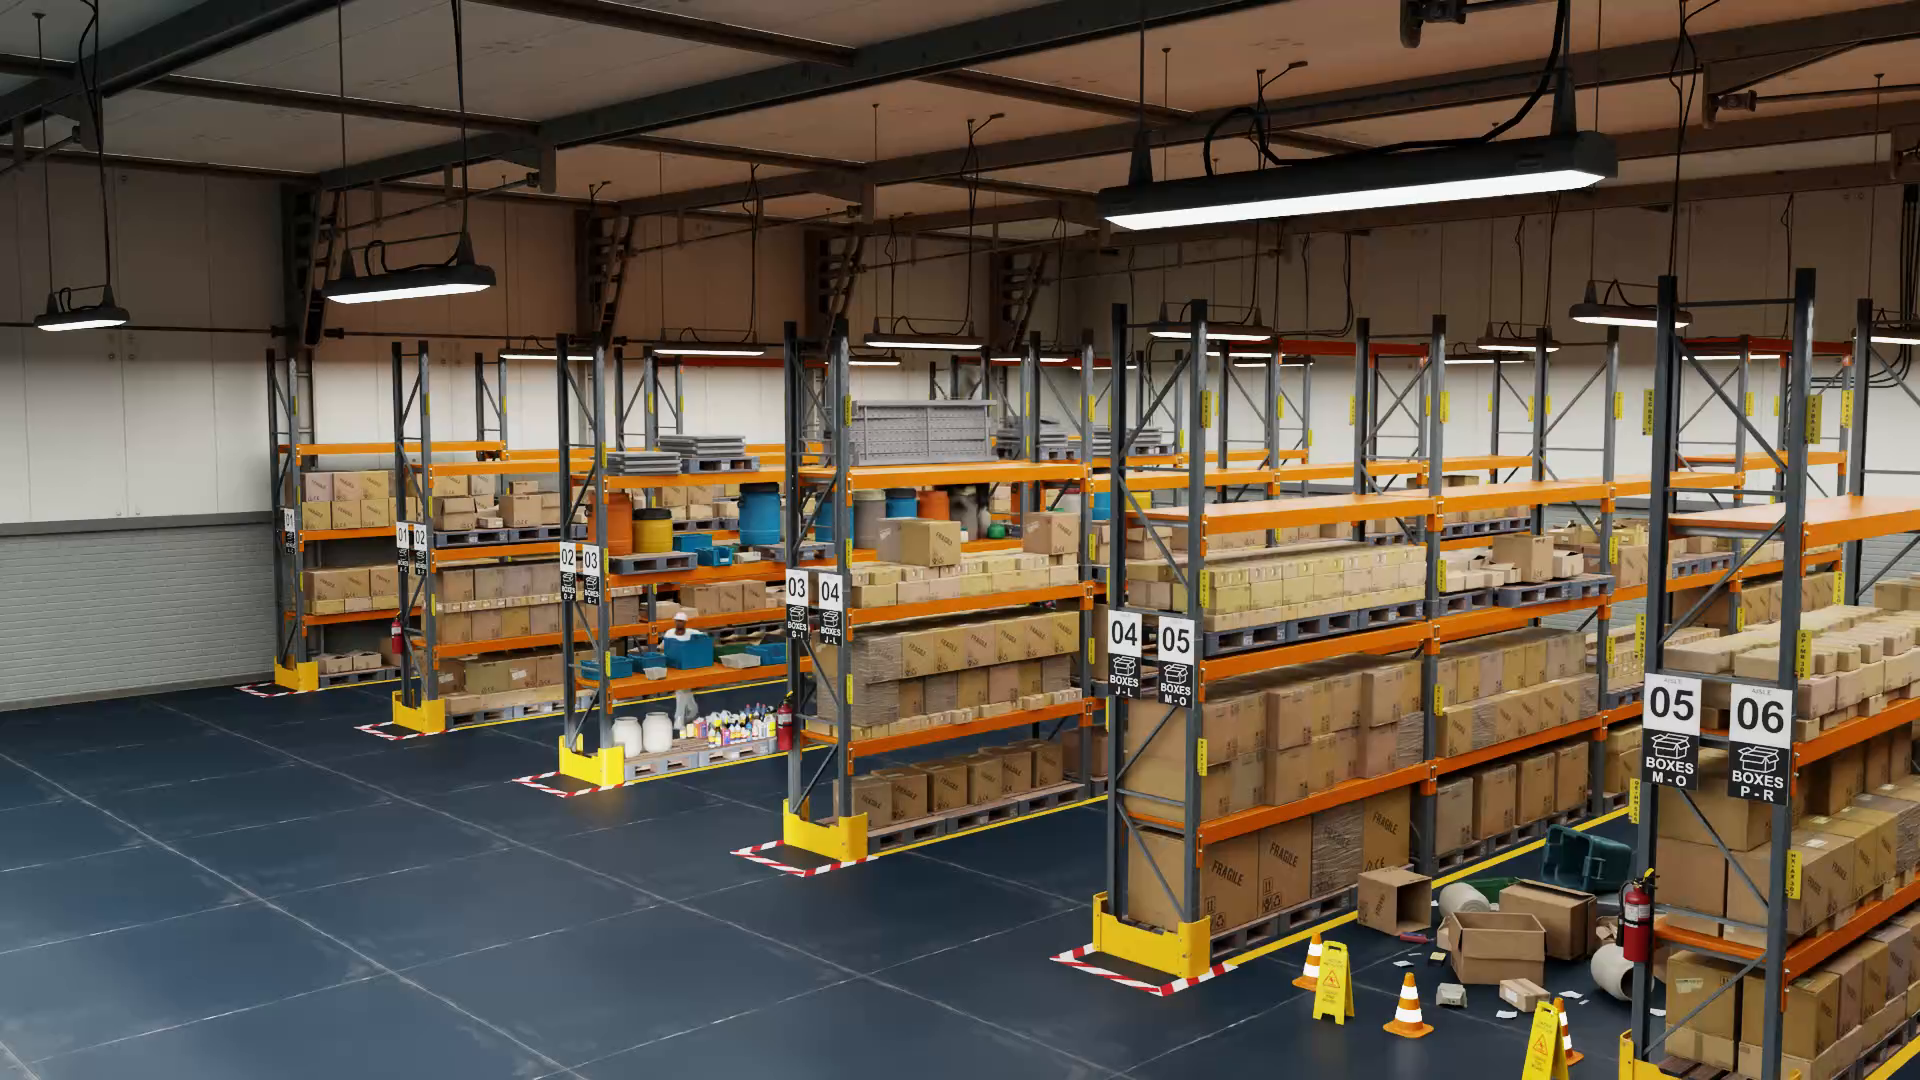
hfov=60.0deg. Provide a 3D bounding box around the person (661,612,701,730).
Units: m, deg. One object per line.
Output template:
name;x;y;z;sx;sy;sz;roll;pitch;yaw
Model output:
person;-4.383;2.029;26.132;0.665;1.826;0.813;2;5;24

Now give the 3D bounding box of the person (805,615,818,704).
person;-2.486;1.927;27.755;0.632;1.679;0.555;-4;7;-41
